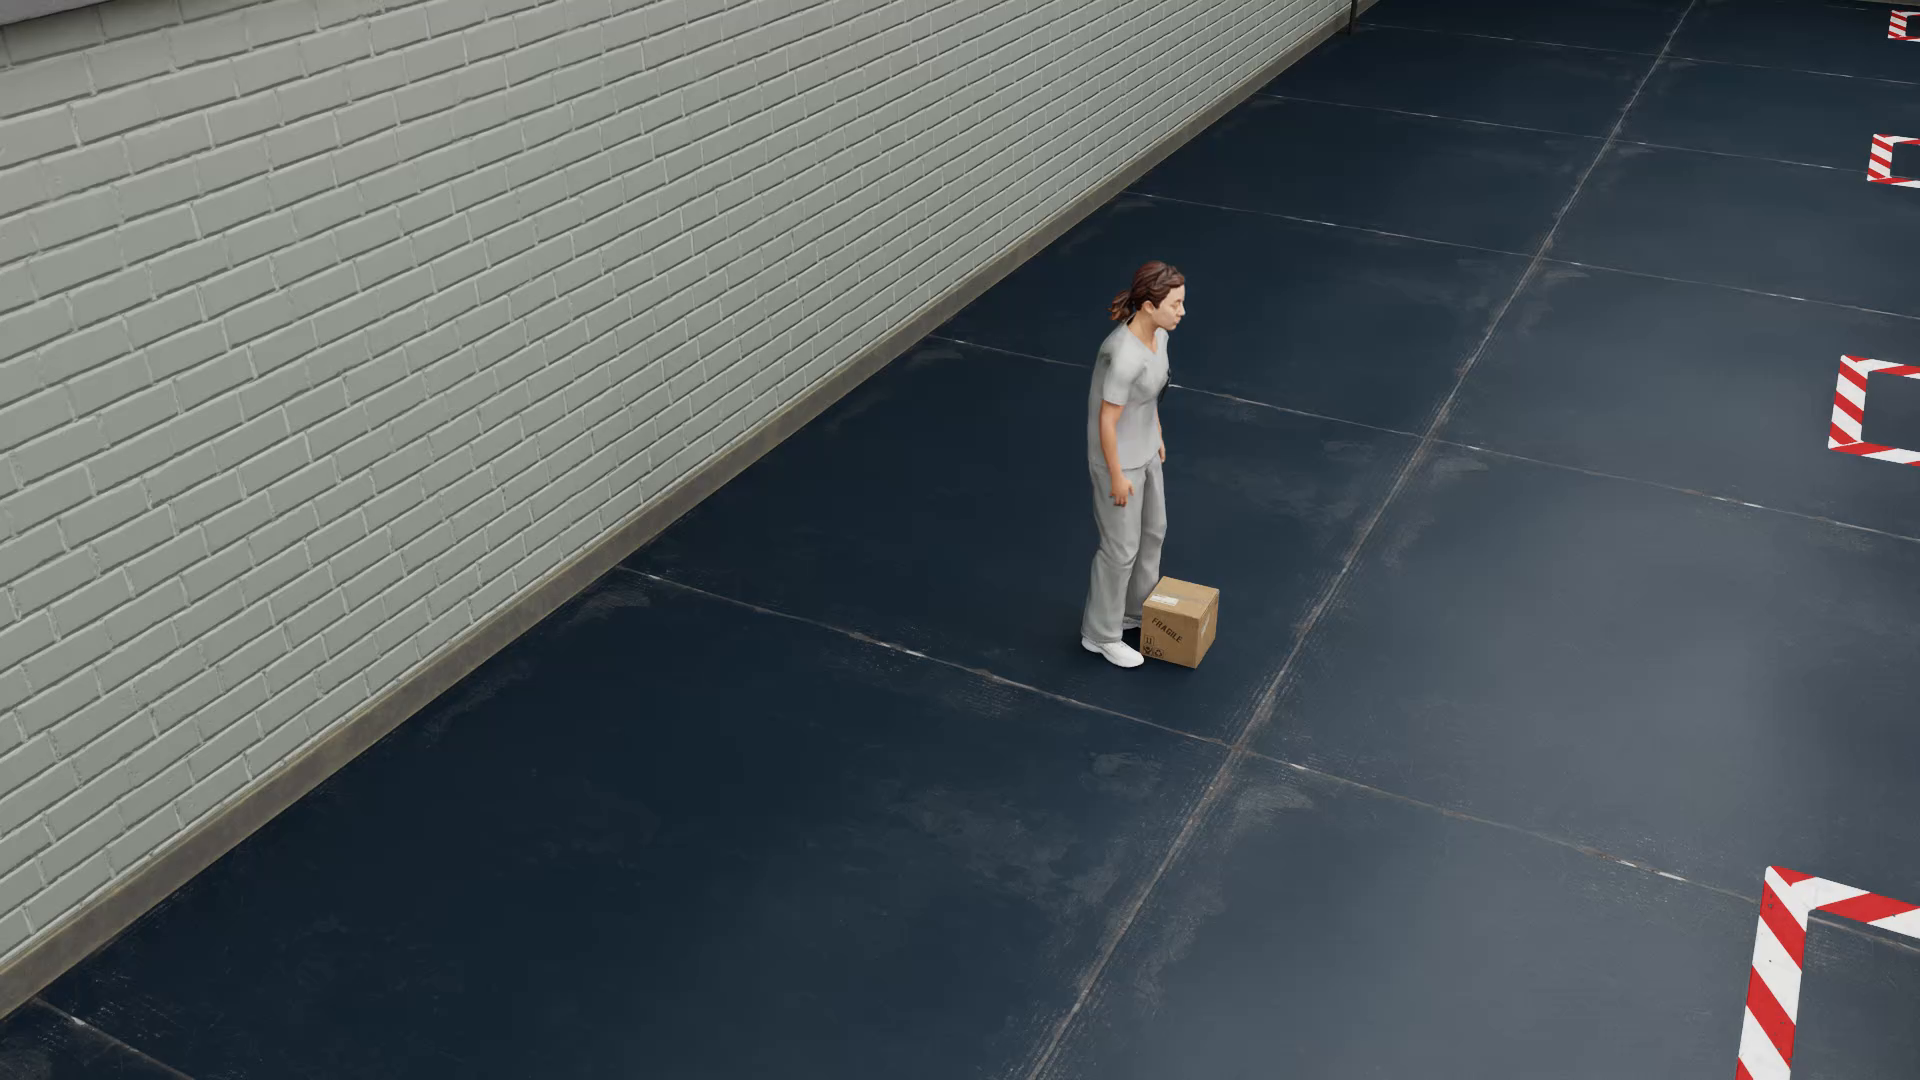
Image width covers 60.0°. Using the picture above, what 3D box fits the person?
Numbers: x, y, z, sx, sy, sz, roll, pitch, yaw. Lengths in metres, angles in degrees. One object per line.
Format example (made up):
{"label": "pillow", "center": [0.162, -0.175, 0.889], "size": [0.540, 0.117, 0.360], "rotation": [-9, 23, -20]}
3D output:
{"label": "person", "center": [0.716, -0.309, 6.684], "size": [0.404, 1.652, 0.492], "rotation": [14, 33, 23]}
